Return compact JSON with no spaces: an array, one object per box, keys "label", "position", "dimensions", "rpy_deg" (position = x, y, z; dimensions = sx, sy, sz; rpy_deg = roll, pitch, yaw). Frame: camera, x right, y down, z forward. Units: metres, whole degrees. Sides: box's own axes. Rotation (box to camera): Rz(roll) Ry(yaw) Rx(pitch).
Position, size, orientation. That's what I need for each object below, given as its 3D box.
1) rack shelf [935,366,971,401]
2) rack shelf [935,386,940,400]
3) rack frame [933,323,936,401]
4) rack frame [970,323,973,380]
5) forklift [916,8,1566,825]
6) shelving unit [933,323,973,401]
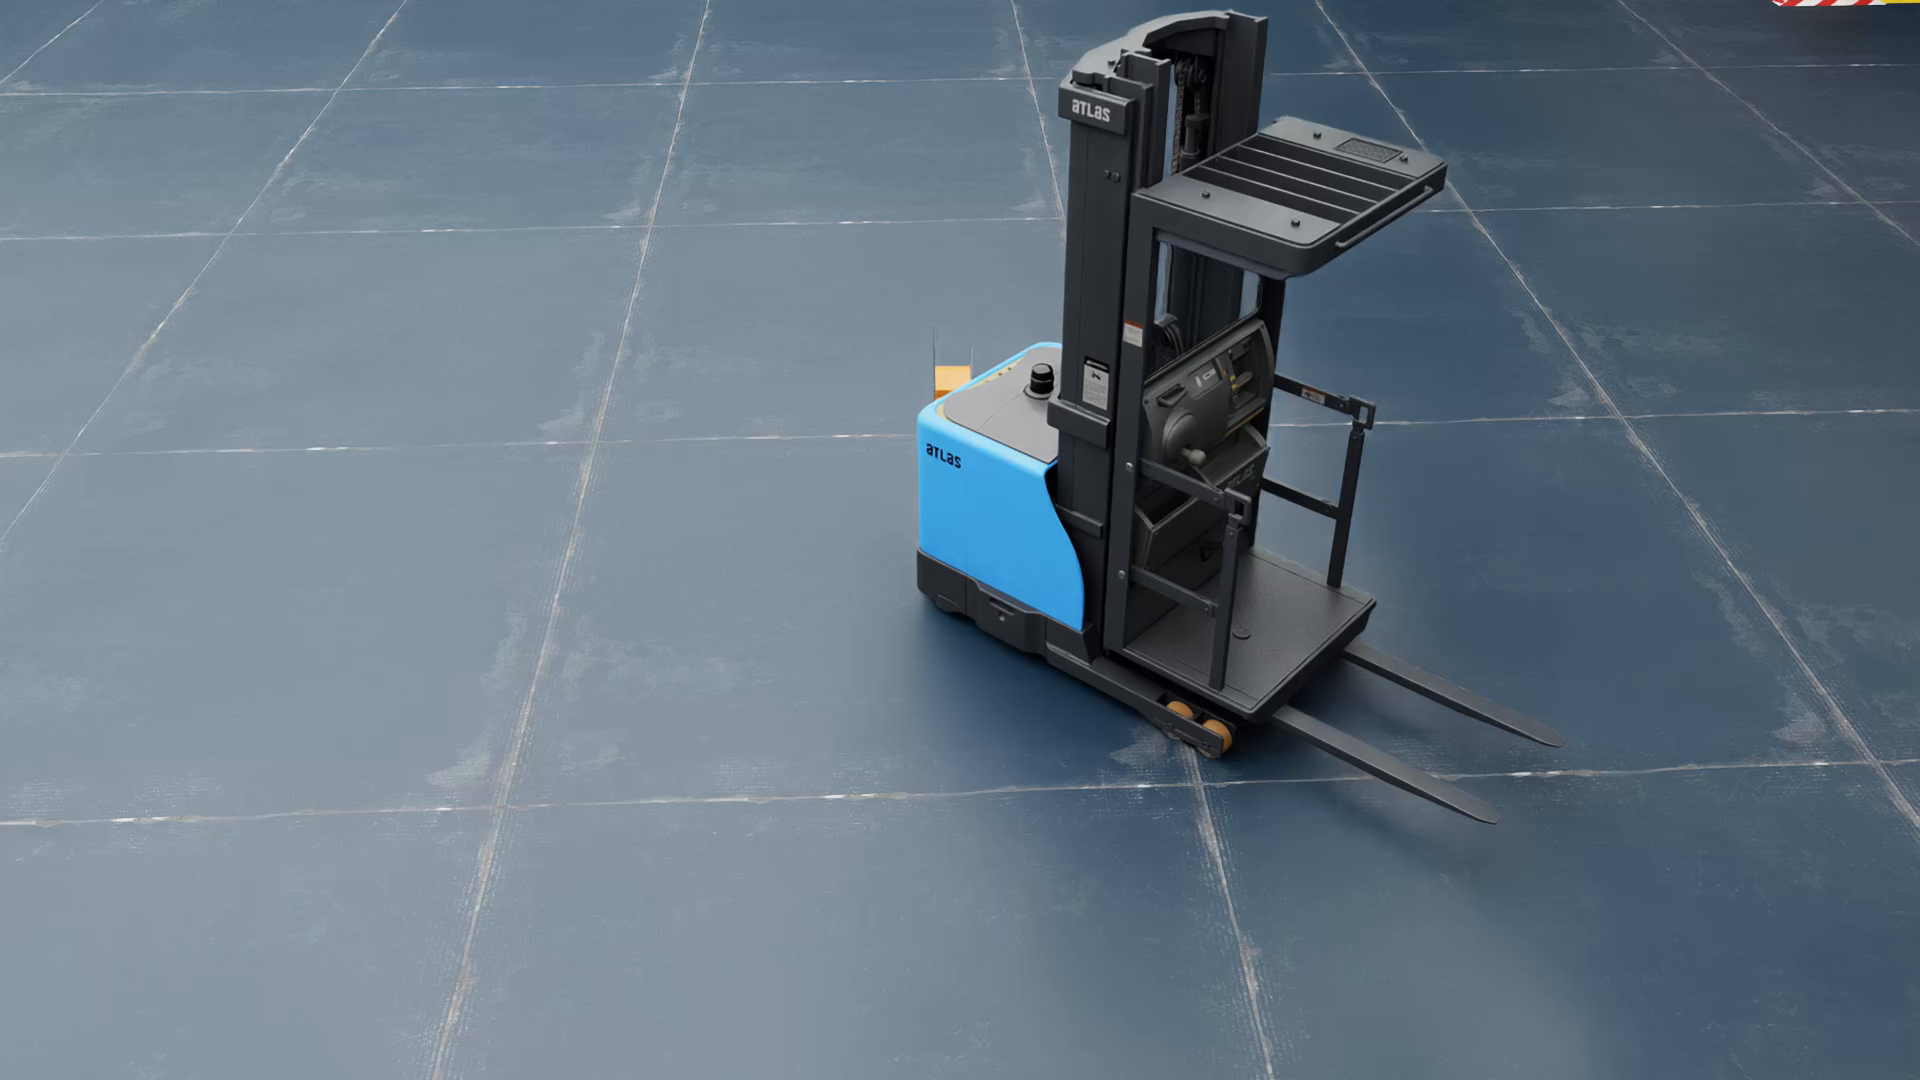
[{"label":"rack shelf","position":[-0.034,-0.765,8.246],"dimensions":[0.180,0.103,0.258],"rpy_deg":[-1,35,-1]},{"label":"rack shelf","position":[-0.034,-0.666,8.314],"dimensions":[0.180,0.103,0.258],"rpy_deg":[-1,35,-1]},{"label":"rack frame","position":[-0.126,-0.504,8.423],"dimensions":[0.006,1.200,0.240],"rpy_deg":[-1,35,-1]},{"label":"rack frame","position":[0.057,-0.507,8.427],"dimensions":[0.006,1.200,0.240],"rpy_deg":[-1,35,-1]},{"label":"forklift","position":[1.231,-0.582,7.016],"dimensions":[3.031,2.935,1.130],"rpy_deg":[26,42,32]},{"label":"shelving unit","position":[-0.034,-0.505,8.425],"dimensions":[0.189,1.200,0.258],"rpy_deg":[-1,35,-1]}]
